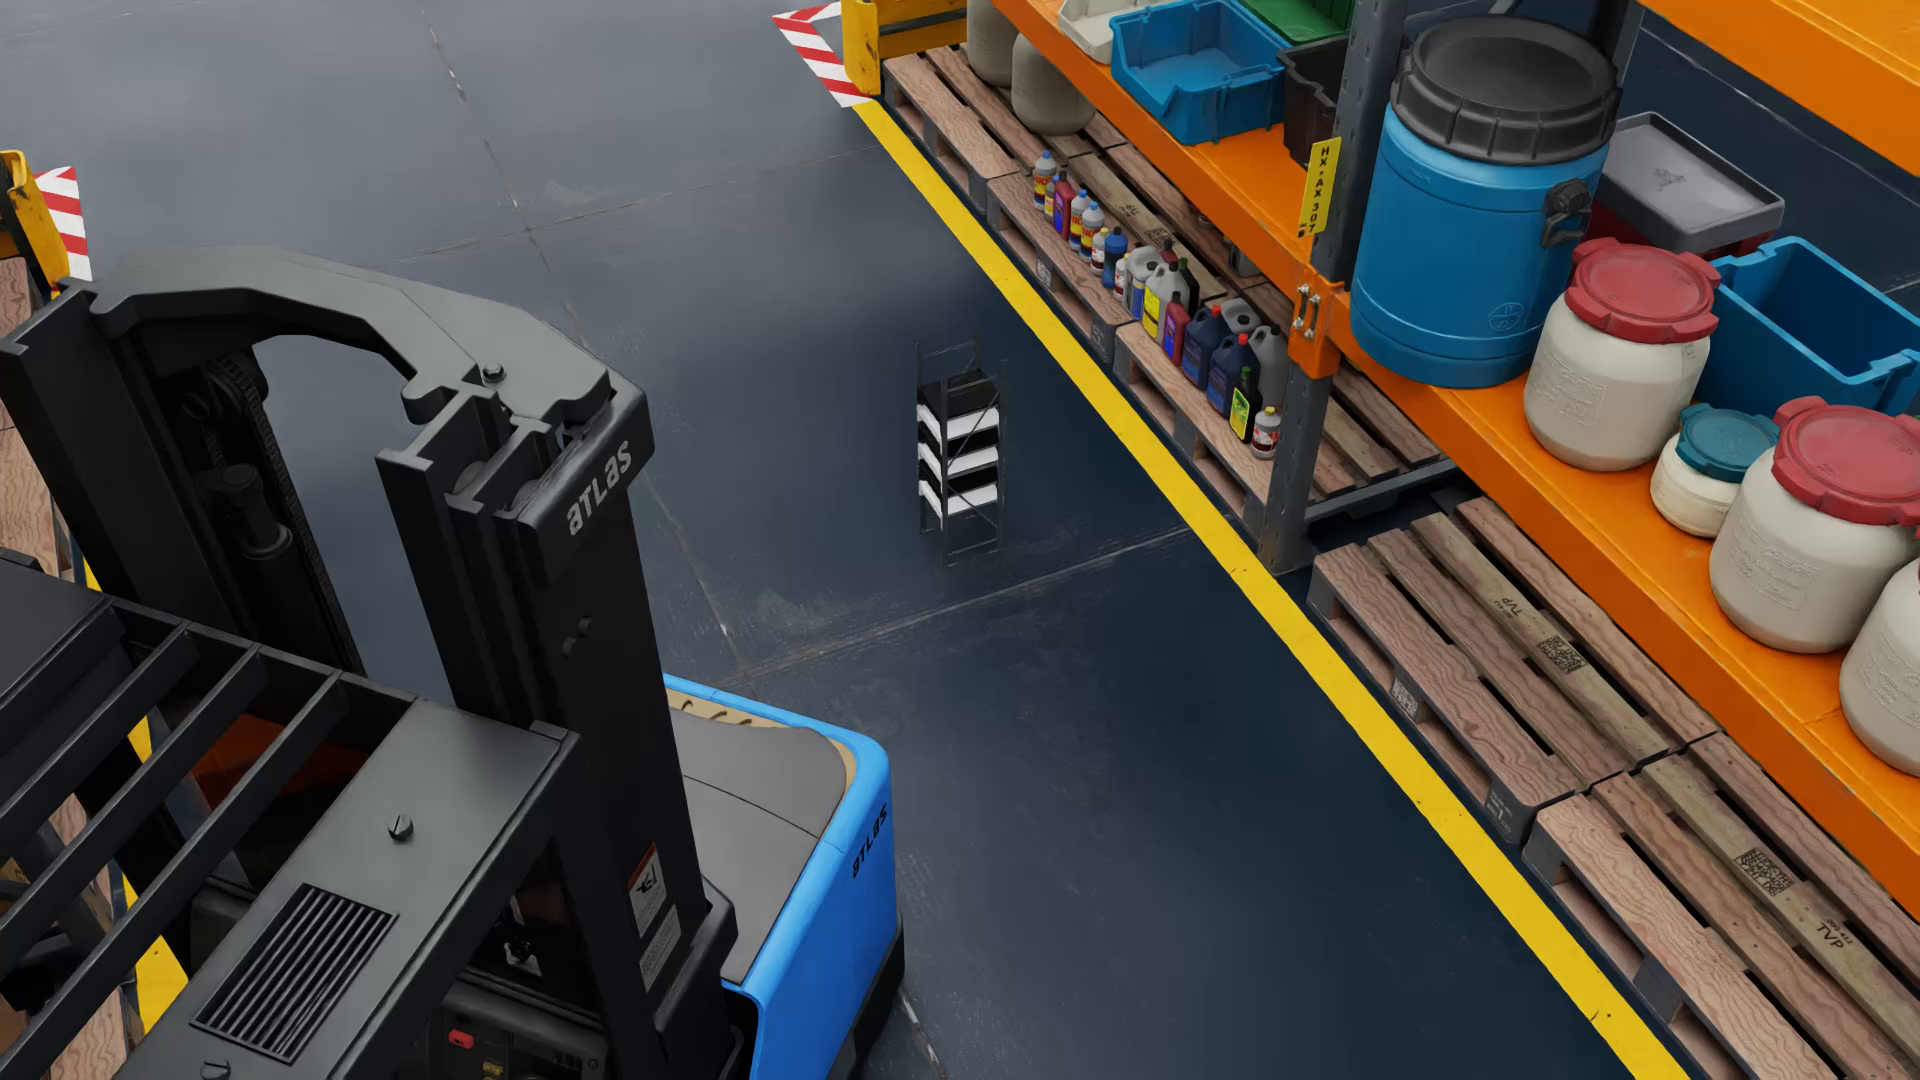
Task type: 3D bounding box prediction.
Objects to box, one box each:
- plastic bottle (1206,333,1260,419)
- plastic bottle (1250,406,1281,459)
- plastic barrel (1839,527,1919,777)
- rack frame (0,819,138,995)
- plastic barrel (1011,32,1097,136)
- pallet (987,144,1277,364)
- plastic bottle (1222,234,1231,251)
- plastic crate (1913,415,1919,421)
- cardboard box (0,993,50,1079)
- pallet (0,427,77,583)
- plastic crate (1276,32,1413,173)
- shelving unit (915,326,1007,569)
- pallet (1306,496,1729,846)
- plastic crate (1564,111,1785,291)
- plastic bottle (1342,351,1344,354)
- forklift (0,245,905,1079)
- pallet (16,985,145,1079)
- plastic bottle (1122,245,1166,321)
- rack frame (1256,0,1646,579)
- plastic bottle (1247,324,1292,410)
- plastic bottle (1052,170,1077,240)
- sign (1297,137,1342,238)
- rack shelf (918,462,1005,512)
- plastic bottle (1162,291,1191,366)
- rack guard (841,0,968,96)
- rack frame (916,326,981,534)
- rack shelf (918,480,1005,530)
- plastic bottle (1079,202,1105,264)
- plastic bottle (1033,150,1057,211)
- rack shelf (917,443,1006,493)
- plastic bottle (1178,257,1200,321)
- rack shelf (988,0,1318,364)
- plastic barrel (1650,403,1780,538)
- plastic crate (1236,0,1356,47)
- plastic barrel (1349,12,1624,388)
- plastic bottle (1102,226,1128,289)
[{"bbox_3d":[1.048,-0.651,6.346,0.144,0.351,0.185,-19,48,-18],"label":"plastic bottle"},{"bbox_3d":[1.145,-0.411,6.210,0.097,0.201,0.097,0,45,0],"label":"plastic bottle"},{"bbox_3d":[2.274,0.258,3.756,0.433,0.535,0.433,0,45,0],"label":"plastic barrel"},{"bbox_3d":[-2.914,0.351,3.758,1.000,3.000,0.127,-18,47,-17],"label":"rack frame"},{"bbox_3d":[0.455,-2.208,7.825,0.421,0.512,0.421,0,45,0],"label":"plastic barrel"},{"bbox_3d":[0.819,-1.338,7.456,1.003,0.211,1.213,-18,47,-17],"label":"pallet"},{"bbox_3d":[1.190,-1.355,7.167,0.097,0.201,0.097,0,45,0],"label":"plastic bottle"},{"bbox_3d":[2.568,-0.010,4.275,0.450,0.188,0.662,-18,47,-17],"label":"plastic crate"},{"bbox_3d":[-2.675,1.482,4.079,0.700,0.500,0.500,-22,49,-20],"label":"cardboard box"},{"bbox_3d":[-3.745,0.148,5.950,1.003,0.211,1.213,-18,47,-17],"label":"pallet"},{"bbox_3d":[1.475,-1.461,5.639,0.767,0.338,0.504,-18,47,-17],"label":"plastic crate"},{"bbox_3d":[0.003,-0.315,5.929,0.258,0.900,0.210,-18,47,-17],"label":"shelving unit"},{"bbox_3d":[1.945,0.370,5.725,1.003,0.211,1.213,-18,47,-17],"label":"pallet"},{"bbox_3d":[2.061,-0.916,4.997,0.402,0.464,0.583,-18,47,-17],"label":"plastic crate"},{"bbox_3d":[1.486,-0.920,6.619,0.144,0.351,0.185,-18,47,-17],"label":"plastic bottle"},{"bbox_3d":[-1.166,1.077,3.072,1.130,2.935,3.031,15,47,15],"label":"forklift"},{"bbox_3d":[-2.585,1.839,4.235,1.003,0.211,1.213,-18,47,-17],"label":"pallet"},{"bbox_3d":[0.766,-1.057,6.811,0.152,0.276,0.135,-17,47,-17],"label":"plastic bottle"},{"bbox_3d":[1.580,-1.112,5.241,1.000,3.000,0.127,-18,47,-17],"label":"rack frame"},{"bbox_3d":[1.178,-0.693,6.390,0.144,0.351,0.185,-18,47,-17],"label":"plastic bottle"},{"bbox_3d":[0.456,-1.453,7.208,0.061,0.283,0.133,-17,47,-17],"label":"plastic bottle"},{"bbox_3d":[1.076,-1.055,4.986,0.100,0.325,0.005,-18,47,-17],"label":"sign"},{"bbox_3d":[0.003,-0.227,6.015,0.258,0.077,0.200,-18,47,-17],"label":"rack shelf"},{"bbox_3d":[0.861,-0.840,6.587,0.061,0.283,0.133,-15,47,-15],"label":"plastic bottle"},{"bbox_3d":[-0.027,-2.736,8.667,1.175,0.500,0.348,-18,47,-17],"label":"rack guard"},{"bbox_3d":[-0.039,-0.380,5.994,0.240,0.900,0.006,-18,47,-17],"label":"rack frame"},{"bbox_3d":[0.003,-0.163,6.079,0.258,0.077,0.200,-18,47,-17],"label":"rack shelf"},{"bbox_3d":[0.564,-1.316,7.078,0.097,0.271,0.097,0,45,0],"label":"plastic bottle"},{"bbox_3d":[0.378,-1.599,7.364,0.097,0.271,0.097,0,45,0],"label":"plastic bottle"},{"bbox_3d":[0.003,-0.291,5.952,0.258,0.077,0.200,-18,47,-17],"label":"rack shelf"},{"bbox_3d":[0.913,-1.001,6.750,0.061,0.283,0.133,-18,47,-17],"label":"plastic bottle"},{"bbox_3d":[0.739,-2.130,6.785,1.077,0.370,4.000,-18,47,-17],"label":"rack shelf"},{"bbox_3d":[1.997,-0.174,4.389,0.301,0.262,0.301,0,45,0],"label":"plastic barrel"},{"bbox_3d":[1.265,-1.985,6.276,0.450,0.188,0.662,-18,47,-17],"label":"plastic crate"},{"bbox_3d":[1.468,-0.954,4.725,0.600,0.901,0.708,-18,47,-17],"label":"plastic barrel"},{"bbox_3d":[0.649,-1.187,6.947,0.097,0.271,0.097,0,45,0],"label":"plastic bottle"}]
